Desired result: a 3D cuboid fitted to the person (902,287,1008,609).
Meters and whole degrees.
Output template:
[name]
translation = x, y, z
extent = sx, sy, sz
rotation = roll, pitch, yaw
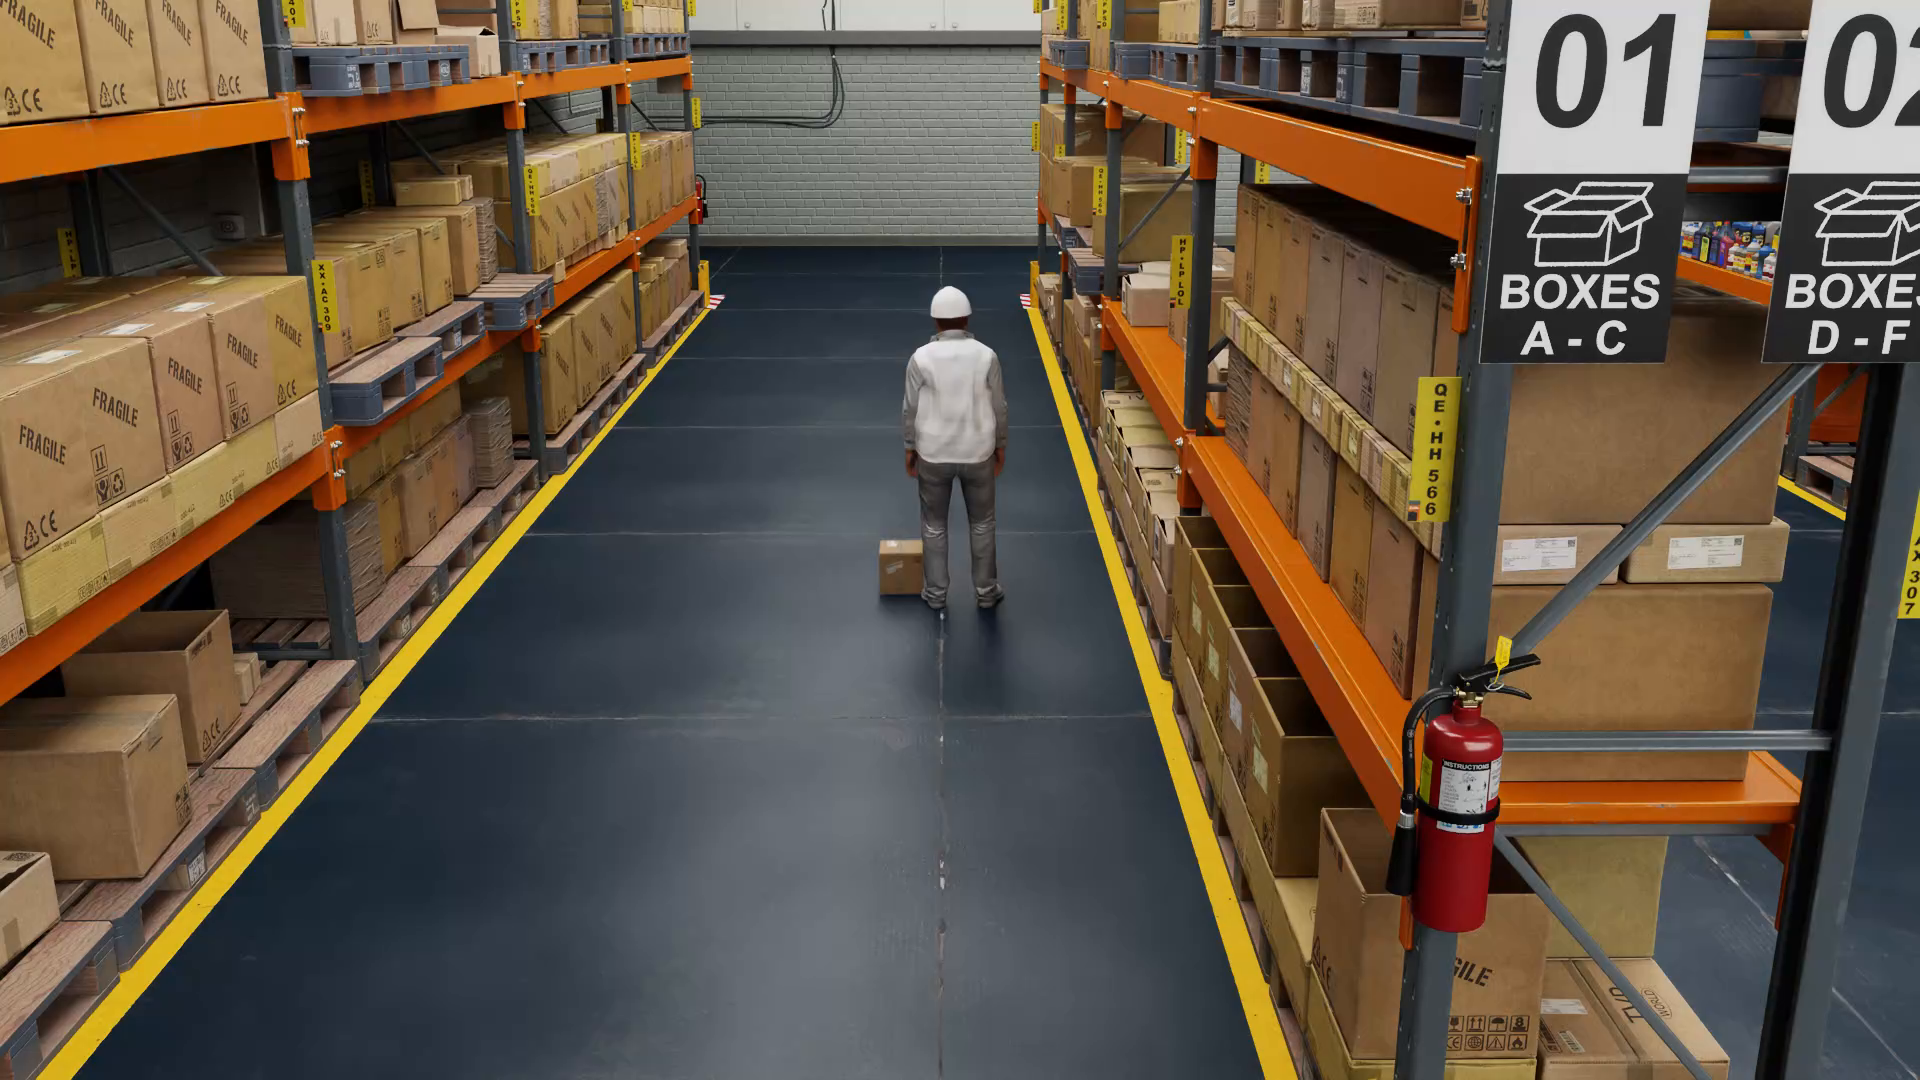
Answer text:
[person]
translation = -0.023, -0.491, 9.111
extent = 0.566, 1.767, 0.465
rotation = -1, 17, -3
